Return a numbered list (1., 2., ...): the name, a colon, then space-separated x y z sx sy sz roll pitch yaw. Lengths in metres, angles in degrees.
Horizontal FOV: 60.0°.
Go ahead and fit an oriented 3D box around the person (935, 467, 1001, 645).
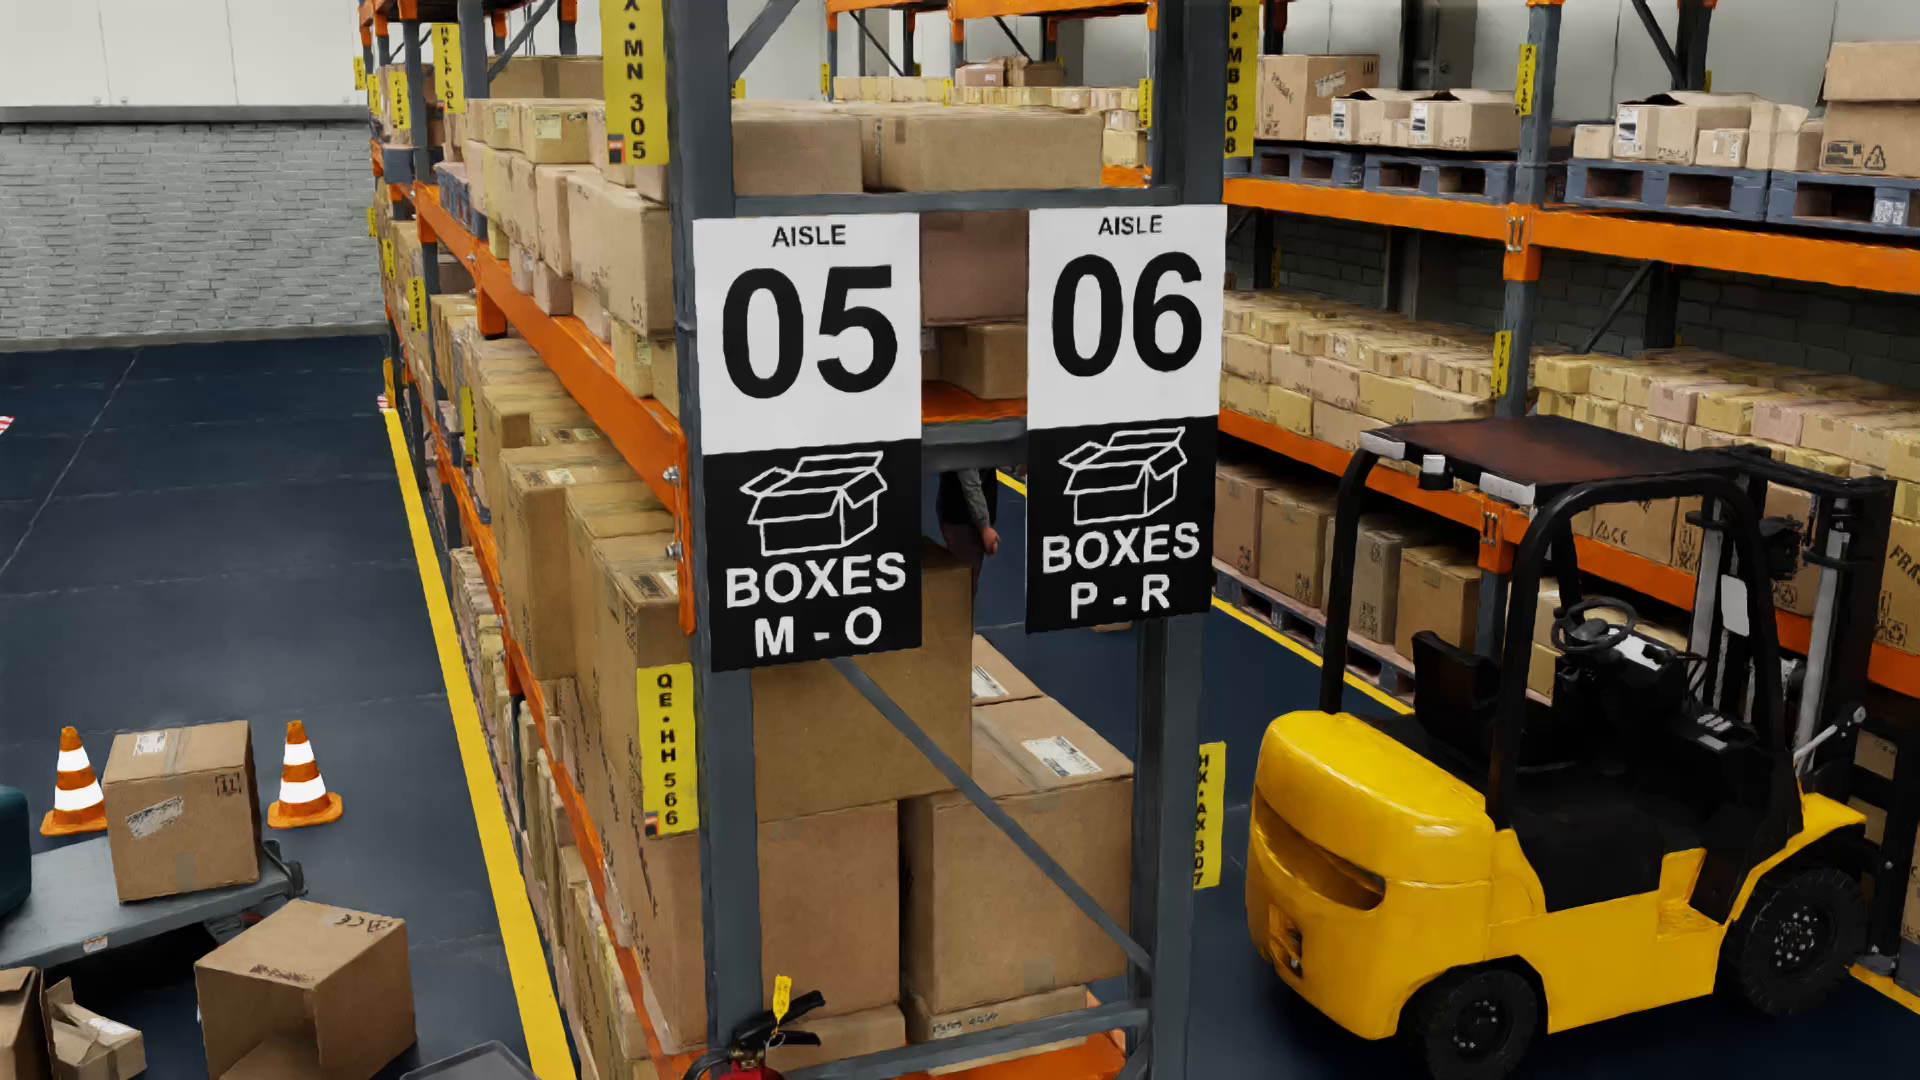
1. person: 0.040 -0.094 9.821 0.375 1.727 0.659 -2 16 -6
